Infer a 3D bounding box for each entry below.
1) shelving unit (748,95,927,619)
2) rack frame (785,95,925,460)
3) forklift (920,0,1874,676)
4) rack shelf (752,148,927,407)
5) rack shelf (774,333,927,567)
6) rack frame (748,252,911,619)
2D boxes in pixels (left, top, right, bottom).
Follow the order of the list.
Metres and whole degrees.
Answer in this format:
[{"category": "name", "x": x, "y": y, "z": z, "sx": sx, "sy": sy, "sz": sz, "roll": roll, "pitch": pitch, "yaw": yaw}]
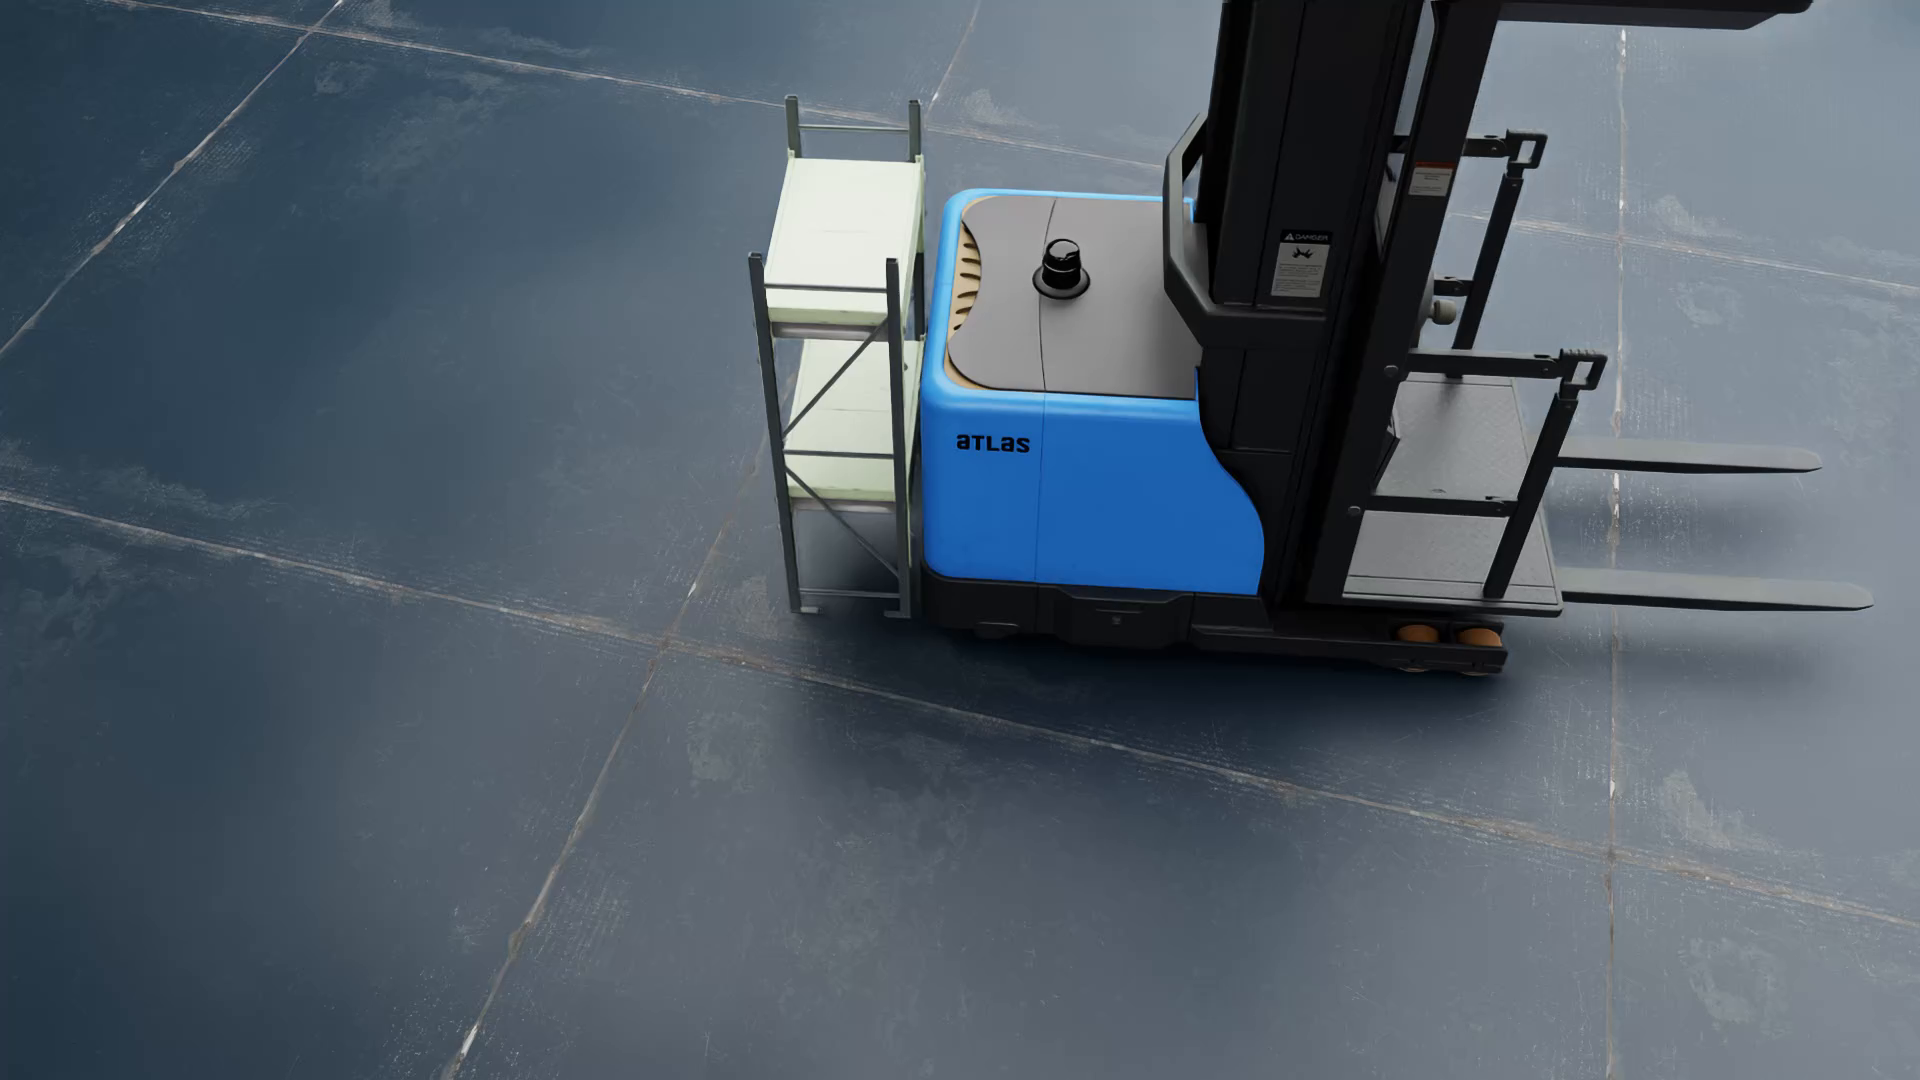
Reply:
[{"category": "shelving unit", "x": -0.339, "y": -0.527, "z": 5.215, "sx": 0.431, "sy": 1.500, "sz": 0.755, "roll": 3, "pitch": 49, "yaw": 2}, {"category": "rack frame", "x": -0.316, "y": -0.801, "z": 5.457, "sx": 0.400, "sy": 1.500, "sz": 0.023, "roll": 3, "pitch": 49, "yaw": 2}, {"category": "forklift", "x": 1.415, "y": -0.949, "z": 4.633, "sx": 3.031, "sy": 2.935, "sz": 1.130, "roll": 3, "pitch": 49, "yaw": 3}, {"category": "rack shelf", "x": -0.339, "y": -0.786, "z": 4.922, "sx": 0.431, "sy": 0.370, "sz": 0.720, "roll": 3, "pitch": 49, "yaw": 2}, {"category": "rack shelf", "x": -0.339, "y": -0.312, "z": 5.459, "sx": 0.431, "sy": 0.370, "sz": 0.720, "roll": 3, "pitch": 49, "yaw": 2}, {"category": "rack frame", "x": -0.363, "y": -0.253, "z": 4.973, "sx": 0.400, "sy": 1.500, "sz": 0.023, "roll": 3, "pitch": 49, "yaw": 2}]
